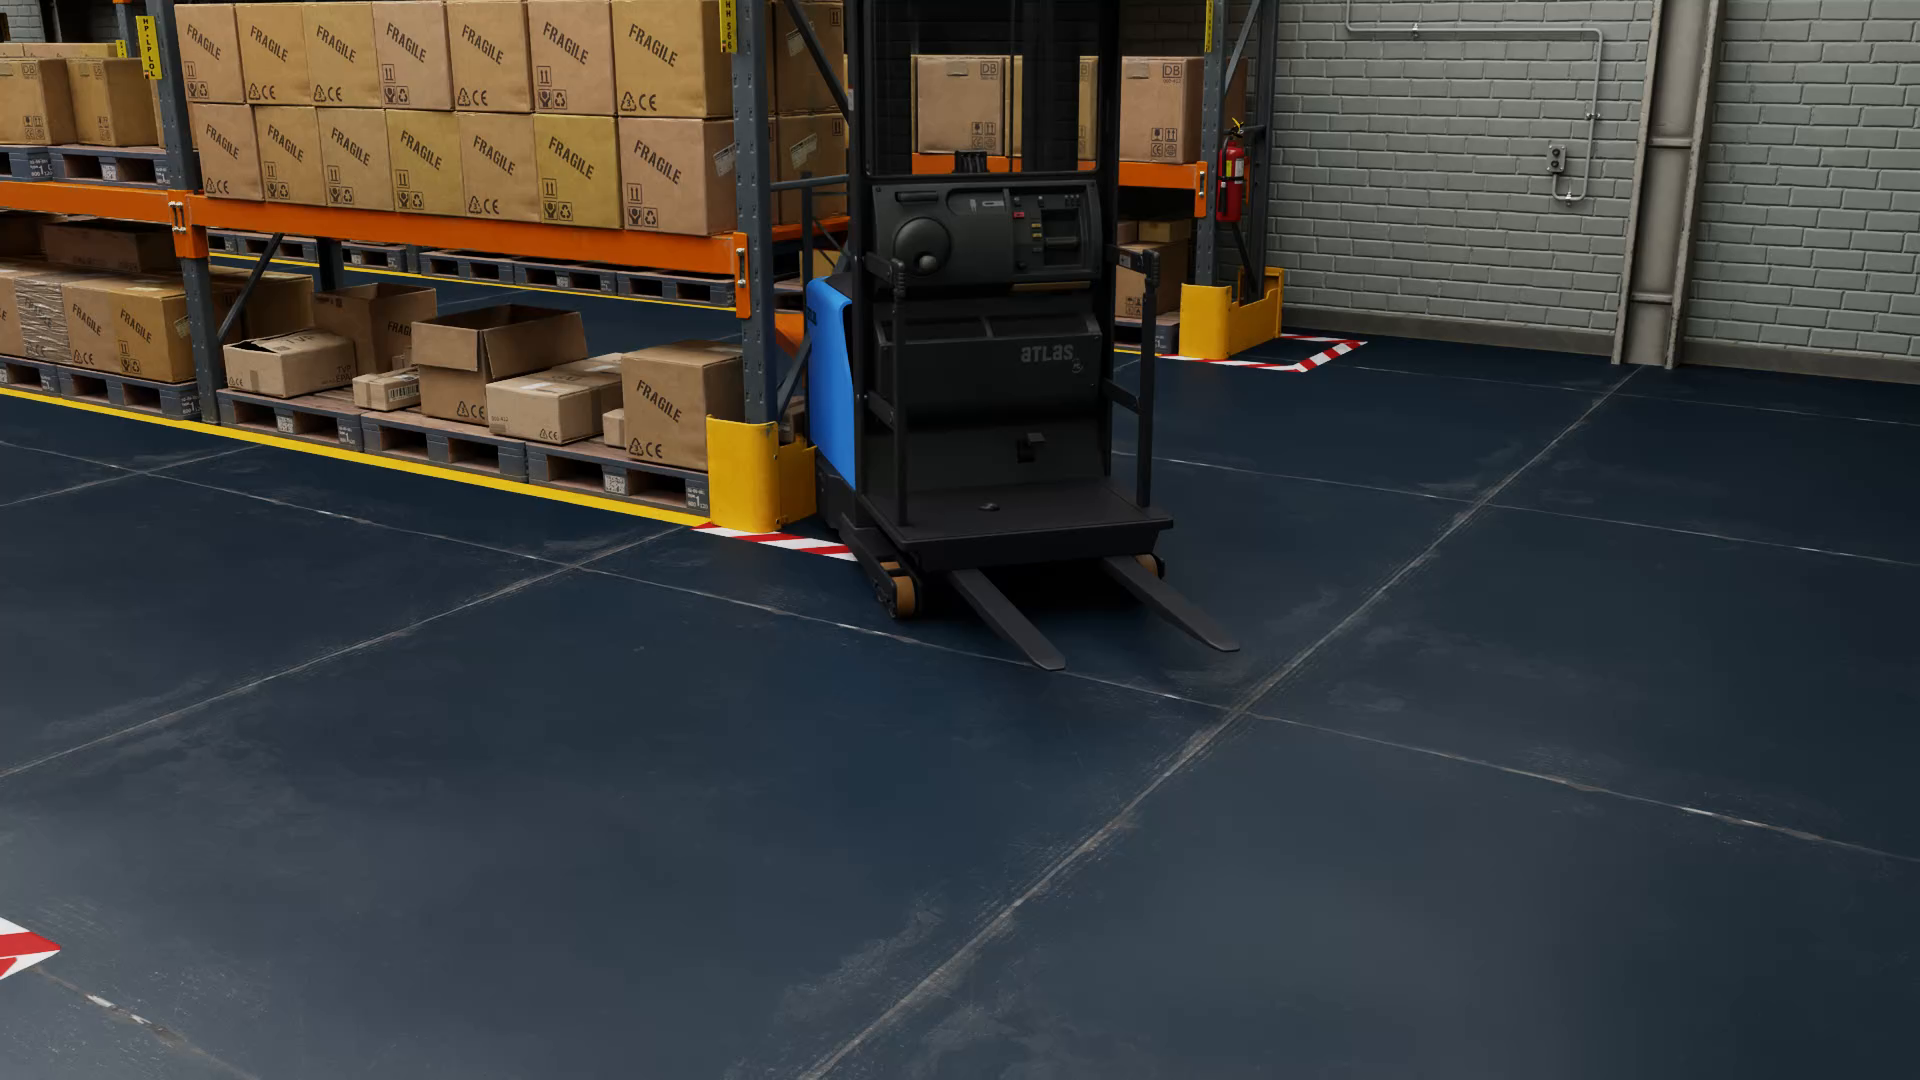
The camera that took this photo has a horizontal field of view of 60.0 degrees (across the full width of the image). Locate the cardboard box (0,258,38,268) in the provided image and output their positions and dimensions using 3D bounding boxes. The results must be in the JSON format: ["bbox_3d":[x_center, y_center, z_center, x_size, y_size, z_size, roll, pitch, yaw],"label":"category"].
[{"bbox_3d":[-6.358,-1.551,10.870,0.500,0.500,0.500,10,19,29],"label":"cardboard box"}]

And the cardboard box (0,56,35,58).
[{"bbox_3d":[-6.195,-2.827,10.632,0.500,0.500,0.700,15,22,40],"label":"cardboard box"}]

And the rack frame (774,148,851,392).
[{"bbox_3d":[-0.804,-1.307,8.824,0.500,1.500,0.032,-5,19,-17],"label":"rack frame"}]

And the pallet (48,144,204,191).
[{"bbox_3d":[-4.685,-2.281,10.059,1.213,0.211,1.003,10,20,30],"label":"pallet"}]

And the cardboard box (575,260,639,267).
[{"bbox_3d":[-2.853,-2.825,14.496,0.750,0.750,0.750,11,20,32],"label":"cardboard box"}]

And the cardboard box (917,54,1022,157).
[{"bbox_3d":[0.226,-3.288,12.528,0.700,0.700,0.980,9,19,27],"label":"cardboard box"}]

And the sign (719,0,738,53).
[{"bbox_3d":[-0.960,-2.186,6.882,0.005,0.325,0.100,10,20,30],"label":"sign"}]

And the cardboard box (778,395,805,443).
[{"bbox_3d":[-0.830,-0.611,8.379,0.250,0.149,0.380,10,20,30],"label":"cardboard box"}]

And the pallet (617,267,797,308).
[{"bbox_3d":[-2.169,-2.216,14.313,1.213,0.211,1.003,10,20,30],"label":"pallet"}]

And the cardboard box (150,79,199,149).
[{"bbox_3d":[-4.348,-2.600,9.886,0.500,0.500,0.700,4,17,12],"label":"cardboard box"}]

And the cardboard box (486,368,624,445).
[{"bbox_3d":[-2.039,-0.684,8.446,0.500,0.250,0.500,10,20,30],"label":"cardboard box"}]

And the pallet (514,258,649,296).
[{"bbox_3d":[-3.213,-2.401,14.923,1.213,0.211,1.003,10,20,30],"label":"pallet"}]

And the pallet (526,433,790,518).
[{"bbox_3d":[-1.397,-0.414,8.381,1.213,0.211,1.003,10,20,30],"label":"pallet"}]

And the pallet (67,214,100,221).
[{"bbox_3d":[-9.923,-3.613,18.911,1.213,0.211,1.003,10,20,30],"label":"pallet"}]

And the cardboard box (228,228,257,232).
[{"bbox_3d":[-7.186,-3.509,17.315,0.500,0.500,0.700,10,19,29],"label":"cardboard box"}]

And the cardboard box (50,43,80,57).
[{"bbox_3d":[-9.282,-5.035,17.728,0.500,0.500,0.500,10,20,30],"label":"cardboard box"}]

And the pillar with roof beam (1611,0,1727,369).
[{"bbox_3d":[2.437,-4.451,6.551,0.400,9.000,9.100,10,20,30],"label":"pillar with roof beam"}]

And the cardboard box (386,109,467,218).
[{"bbox_3d":[-2.472,-1.896,8.290,0.500,0.500,0.500,10,19,29],"label":"cardboard box"}]

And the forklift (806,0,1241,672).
[{"bbox_3d":[0.175,-1.227,6.379,1.130,2.935,3.031,-5,18,-16],"label":"forklift"}]

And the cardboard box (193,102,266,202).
[{"bbox_3d":[-3.770,-2.127,9.050,0.500,0.500,0.500,11,20,31],"label":"cardboard box"}]

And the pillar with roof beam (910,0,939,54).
[{"bbox_3d":[-2.676,-5.363,9.555,0.400,9.000,9.100,10,20,30],"label":"pillar with roof beam"}]

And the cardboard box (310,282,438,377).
[{"bbox_3d":[-3.427,-1.222,9.787,0.500,0.500,0.500,10,20,30],"label":"cardboard box"}]

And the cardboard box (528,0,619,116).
[{"bbox_3d":[-1.607,-2.218,7.630,0.500,0.500,0.500,11,20,32],"label":"cardboard box"}]

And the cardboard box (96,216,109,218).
[{"bbox_3d":[-9.194,-3.831,18.375,0.500,0.500,0.500,8,19,26],"label":"cardboard box"}]

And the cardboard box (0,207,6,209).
[{"bbox_3d":[-11.155,-4.073,19.499,0.500,0.311,0.500,8,19,24],"label":"cardboard box"}]

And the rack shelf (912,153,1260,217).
[{"bbox_3d":[0.232,-2.803,12.686,4.000,0.370,1.077,10,20,30],"label":"rack shelf"}]

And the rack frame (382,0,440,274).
[{"bbox_3d":[-4.880,-4.060,15.586,0.127,3.000,1.000,10,20,30],"label":"rack frame"}]

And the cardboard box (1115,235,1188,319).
[{"bbox_3d":[1.288,-1.930,12.151,0.500,0.500,0.700,10,20,30],"label":"cardboard box"}]

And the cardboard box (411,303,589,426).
[{"bbox_3d":[-2.458,-0.956,8.904,0.637,0.503,0.797,10,20,30],"label":"cardboard box"}]

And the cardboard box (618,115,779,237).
[{"bbox_3d":[-1.177,-1.664,7.527,0.500,0.500,0.500,11,20,32],"label":"cardboard box"}]

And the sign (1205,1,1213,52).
[{"bbox_3d":[1.641,-3.378,10.941,0.005,0.325,0.100,10,20,30],"label":"sign"}]

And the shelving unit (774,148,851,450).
[{"bbox_3d":[-0.653,-1.154,8.374,0.587,1.500,1.083,-5,19,-17],"label":"shelving unit"}]

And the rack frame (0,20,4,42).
[{"bbox_3d":[-11.697,-5.277,19.592,0.127,3.000,1.000,10,20,30],"label":"rack frame"}]

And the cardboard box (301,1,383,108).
[{"bbox_3d":[-2.929,-2.452,8.401,0.500,0.500,0.500,9,19,28],"label":"cardboard box"}]

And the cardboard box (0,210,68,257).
[{"bbox_3d":[-6.500,-2.114,11.433,0.500,0.250,0.500,11,20,32],"label":"cardboard box"}]

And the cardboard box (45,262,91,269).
[{"bbox_3d":[-5.659,-1.606,11.050,0.500,0.500,0.500,9,19,28],"label":"cardboard box"}]

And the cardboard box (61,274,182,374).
[{"bbox_3d":[-5.049,-1.320,10.109,0.500,0.500,0.500,10,20,30],"label":"cardboard box"}]

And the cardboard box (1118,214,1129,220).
[{"bbox_3d":[1.067,-2.347,12.410,0.250,0.149,0.380,10,20,30],"label":"cardboard box"}]

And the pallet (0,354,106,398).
[{"bbox_3d":[-5.818,-1.189,10.934,1.213,0.211,1.003,10,20,30],"label":"pallet"}]

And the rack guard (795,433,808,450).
[{"bbox_3d":[-0.511,-0.409,8.123,0.587,0.250,0.087,-5,19,-17],"label":"rack guard"}]

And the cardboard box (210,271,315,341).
[{"bbox_3d":[-4.346,-1.372,10.282,0.500,0.500,0.500,9,19,28],"label":"cardboard box"}]

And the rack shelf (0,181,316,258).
[{"bbox_3d":[-5.765,-2.184,10.648,4.000,0.370,1.077,10,20,30],"label":"rack shelf"}]
